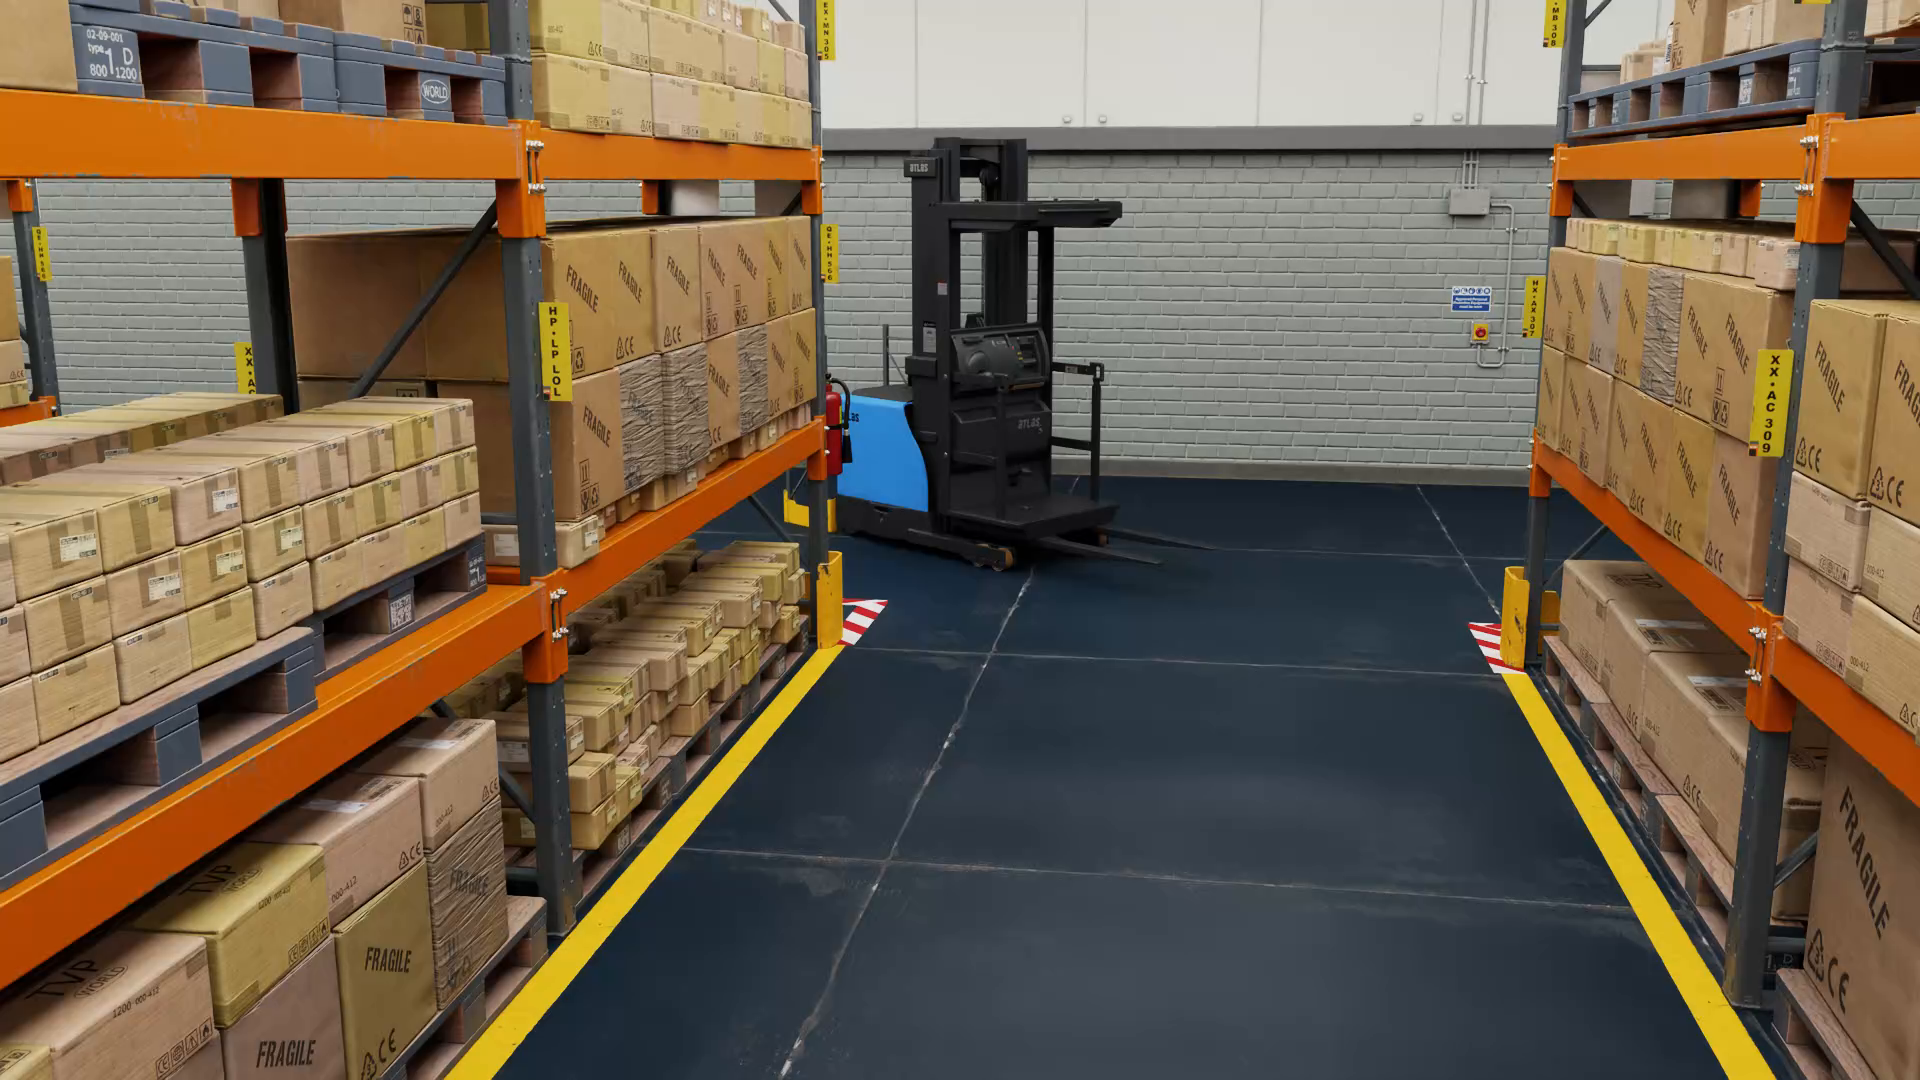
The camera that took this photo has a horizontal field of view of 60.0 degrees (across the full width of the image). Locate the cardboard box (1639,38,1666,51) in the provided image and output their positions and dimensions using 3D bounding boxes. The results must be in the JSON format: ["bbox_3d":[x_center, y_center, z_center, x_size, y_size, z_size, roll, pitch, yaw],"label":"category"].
[{"bbox_3d":[3.650,-2.319,8.137,0.500,0.250,0.500,1,12,3],"label":"cardboard box"}]

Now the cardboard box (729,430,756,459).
[{"bbox_3d":[-1.232,-0.497,8.277,0.380,0.149,0.250,1,12,6],"label":"cardboard box"}]

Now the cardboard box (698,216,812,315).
[{"bbox_3d":[-1.101,-1.488,8.961,0.500,0.500,0.500,2,12,7],"label":"cardboard box"}]

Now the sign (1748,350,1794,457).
[{"bbox_3d":[2.467,-0.416,5.059,0.100,0.325,0.005,2,12,9],"label":"sign"}]

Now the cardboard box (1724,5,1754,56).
[{"bbox_3d":[2.838,-1.732,5.653,0.380,0.149,0.250,2,12,10],"label":"cardboard box"}]

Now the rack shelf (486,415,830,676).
[{"bbox_3d":[-1.584,-0.140,7.731,1.077,0.370,4.000,2,12,9],"label":"rack shelf"}]

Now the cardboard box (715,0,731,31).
[{"bbox_3d":[-1.265,-2.396,7.595,0.380,0.149,0.250,2,12,10],"label":"cardboard box"}]

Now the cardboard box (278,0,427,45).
[{"bbox_3d":[-2.058,-1.721,5.003,0.700,0.500,0.500,2,12,9],"label":"cardboard box"}]

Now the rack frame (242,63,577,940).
[{"bbox_3d":[-1.891,-0.075,5.723,1.000,3.000,0.127,2,12,9],"label":"rack frame"}]

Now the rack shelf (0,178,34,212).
[{"bbox_3d":[-6.469,-1.788,8.258,1.077,0.370,4.000,2,12,9],"label":"rack shelf"}]

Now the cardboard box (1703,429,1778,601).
[{"bbox_3d":[2.834,-0.090,5.553,0.500,0.500,0.500,2,12,9],"label":"cardboard box"}]

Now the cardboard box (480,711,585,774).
[{"bbox_3d":[-1.634,0.757,6.219,0.380,0.149,0.250,2,12,11],"label":"cardboard box"}]

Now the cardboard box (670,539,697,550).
[{"bbox_3d":[-1.692,0.087,9.326,0.380,0.149,0.250,1,12,6],"label":"cardboard box"}]

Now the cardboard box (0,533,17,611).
[{"bbox_3d":[-2.082,0.076,3.210,0.380,0.149,0.250,2,12,11],"label":"cardboard box"}]

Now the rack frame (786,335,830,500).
[{"bbox_3d":[-1.184,-0.841,12.836,0.032,1.500,0.500,-11,17,-42],"label":"rack frame"}]

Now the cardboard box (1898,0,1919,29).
[{"bbox_3d":[2.593,-1.483,3.898,0.500,0.500,0.500,2,12,8],"label":"cardboard box"}]

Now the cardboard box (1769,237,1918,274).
[{"bbox_3d":[2.896,-0.917,5.476,0.380,0.149,0.250,2,12,10],"label":"cardboard box"}]

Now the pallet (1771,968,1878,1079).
[{"bbox_3d":[2.971,1.590,4.614,1.003,0.211,1.213,2,12,9],"label":"pallet"}]

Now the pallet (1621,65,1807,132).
[{"bbox_3d":[3.342,-1.782,6.734,1.003,0.211,1.213,2,12,9],"label":"pallet"}]

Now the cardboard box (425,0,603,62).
[{"bbox_3d":[-1.580,-1.805,5.799,0.500,0.250,0.500,2,12,11],"label":"cardboard box"}]

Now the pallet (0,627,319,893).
[{"bbox_3d":[-2.242,0.438,3.798,1.003,0.211,1.213,2,12,9],"label":"pallet"}]

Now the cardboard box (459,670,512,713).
[{"bbox_3d":[-2.062,0.633,6.794,0.380,0.149,0.250,2,12,8],"label":"cardboard box"}]

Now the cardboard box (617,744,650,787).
[{"bbox_3d":[-1.490,0.939,6.788,0.380,0.149,0.250,2,12,8],"label":"cardboard box"}]

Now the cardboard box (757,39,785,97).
[{"bbox_3d":[-1.173,-2.335,8.257,0.500,0.250,0.500,2,12,7],"label":"cardboard box"}]

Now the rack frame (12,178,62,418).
[{"bbox_3d":[-6.161,-1.090,10.431,1.000,3.000,0.127,2,12,9],"label":"rack frame"}]

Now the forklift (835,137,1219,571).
[{"bbox_3d":[0.444,-1.338,11.747,1.130,2.935,3.031,-12,17,-43],"label":"forklift"}]

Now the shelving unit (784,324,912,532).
[{"bbox_3d":[-0.809,-0.916,13.185,1.083,1.500,0.587,-11,17,-42],"label":"shelving unit"}]

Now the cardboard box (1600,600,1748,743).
[{"bbox_3d":[3.496,0.610,7.628,0.875,0.438,0.875,2,12,10],"label":"cardboard box"}]

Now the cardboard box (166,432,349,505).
[{"bbox_3d":[-1.882,-0.195,4.463,0.380,0.149,0.250,2,12,8],"label":"cardboard box"}]

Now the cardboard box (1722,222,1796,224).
[{"bbox_3d":[3.722,-1.381,7.632,0.380,0.149,0.250,2,12,10],"label":"cardboard box"}]

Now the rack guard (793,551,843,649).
[{"bbox_3d":[-1.288,0.330,9.777,1.175,0.500,0.348,2,12,9],"label":"rack guard"}]

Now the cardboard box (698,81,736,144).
[{"bbox_3d":[-1.308,-1.877,7.320,0.500,0.250,0.500,2,12,11],"label":"cardboard box"}]

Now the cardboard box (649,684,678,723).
[{"bbox_3d":[-1.457,0.682,7.271,0.380,0.149,0.250,2,12,11],"label":"cardboard box"}]

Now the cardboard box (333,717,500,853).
[{"bbox_3d":[-1.756,0.738,5.106,0.500,0.250,0.500,2,12,7],"label":"cardboard box"}]

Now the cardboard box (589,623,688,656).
[{"bbox_3d":[-1.445,0.483,7.492,0.380,0.149,0.250,1,12,6],"label":"cardboard box"}]

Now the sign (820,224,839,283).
[{"bbox_3d":[-0.731,-1.606,9.329,0.100,0.325,0.005,2,12,9],"label":"sign"}]

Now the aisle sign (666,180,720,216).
[{"bbox_3d":[-1.561,-2.204,9.429,0.394,0.787,0.004,2,12,9],"label":"aisle sign"}]

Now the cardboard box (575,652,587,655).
[{"bbox_3d":[-1.804,0.566,7.809,0.380,0.149,0.250,2,12,11],"label":"cardboard box"}]

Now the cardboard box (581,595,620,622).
[{"bbox_3d":[-1.875,0.362,8.051,0.380,0.149,0.250,2,12,10],"label":"cardboard box"}]

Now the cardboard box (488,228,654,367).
[{"bbox_3d":[-1.516,-0.953,6.478,0.500,0.500,0.500,2,12,7],"label":"cardboard box"}]

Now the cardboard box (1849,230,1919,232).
[{"bbox_3d":[3.467,-1.116,6.400,0.380,0.149,0.250,2,12,8],"label":"cardboard box"}]

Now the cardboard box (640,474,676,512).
[{"bbox_3d":[-1.418,-0.221,6.996,0.380,0.149,0.250,2,12,10],"label":"cardboard box"}]

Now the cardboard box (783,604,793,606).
[{"bbox_3d":[-1.151,0.397,9.303,0.380,0.149,0.250,2,12,10],"label":"cardboard box"}]

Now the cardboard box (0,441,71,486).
[{"bbox_3d":[-2.565,-0.165,4.326,0.380,0.149,0.250,2,12,8],"label":"cardboard box"}]

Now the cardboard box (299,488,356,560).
[{"bbox_3d":[-1.875,-0.051,4.502,0.380,0.149,0.250,1,12,7],"label":"cardboard box"}]

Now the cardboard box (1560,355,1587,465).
[{"bbox_3d":[3.223,-0.621,8.017,0.500,0.500,0.500,2,12,8],"label":"cardboard box"}]

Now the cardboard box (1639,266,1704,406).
[{"bbox_3d":[2.970,-0.793,6.440,0.500,0.500,0.500,2,12,9],"label":"cardboard box"}]

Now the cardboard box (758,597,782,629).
[{"bbox_3d":[-1.153,0.362,8.757,0.380,0.149,0.250,1,12,6],"label":"cardboard box"}]

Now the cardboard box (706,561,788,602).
[{"bbox_3d":[-1.117,0.216,8.728,0.380,0.149,0.250,2,12,7],"label":"cardboard box"}]

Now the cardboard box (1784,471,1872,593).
[{"bbox_3d":[2.669,-0.025,4.657,0.500,0.250,0.500,2,12,7],"label":"cardboard box"}]

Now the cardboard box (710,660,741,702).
[{"bbox_3d":[-1.280,0.669,8.040,0.380,0.149,0.250,2,12,10],"label":"cardboard box"}]

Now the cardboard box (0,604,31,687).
[{"bbox_3d":[-2.079,0.219,3.252,0.380,0.149,0.250,2,12,9],"label":"cardboard box"}]

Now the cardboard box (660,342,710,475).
[{"bbox_3d":[-1.384,-0.572,7.082,0.500,0.500,0.500,2,12,7],"label":"cardboard box"}]

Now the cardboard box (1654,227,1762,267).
[{"bbox_3d":[3.030,-1.181,6.703,0.380,0.149,0.250,2,12,9],"label":"cardboard box"}]

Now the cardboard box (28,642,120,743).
[{"bbox_3d":[-2.036,0.312,3.525,0.380,0.149,0.250,2,12,9],"label":"cardboard box"}]

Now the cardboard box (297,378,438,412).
[{"bbox_3d":[-2.096,-0.380,6.191,0.500,0.500,0.500,2,12,9],"label":"cardboard box"}]

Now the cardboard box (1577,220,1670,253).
[{"bbox_3d":[3.179,-1.451,7.957,0.380,0.149,0.250,2,12,10],"label":"cardboard box"}]

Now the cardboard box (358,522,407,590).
[{"bbox_3d":[-1.836,0.037,4.801,0.380,0.149,0.250,2,12,8],"label":"cardboard box"}]

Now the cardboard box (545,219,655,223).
[{"bbox_3d":[-1.781,-1.294,8.059,0.500,0.500,0.500,2,12,7],"label":"cardboard box"}]
